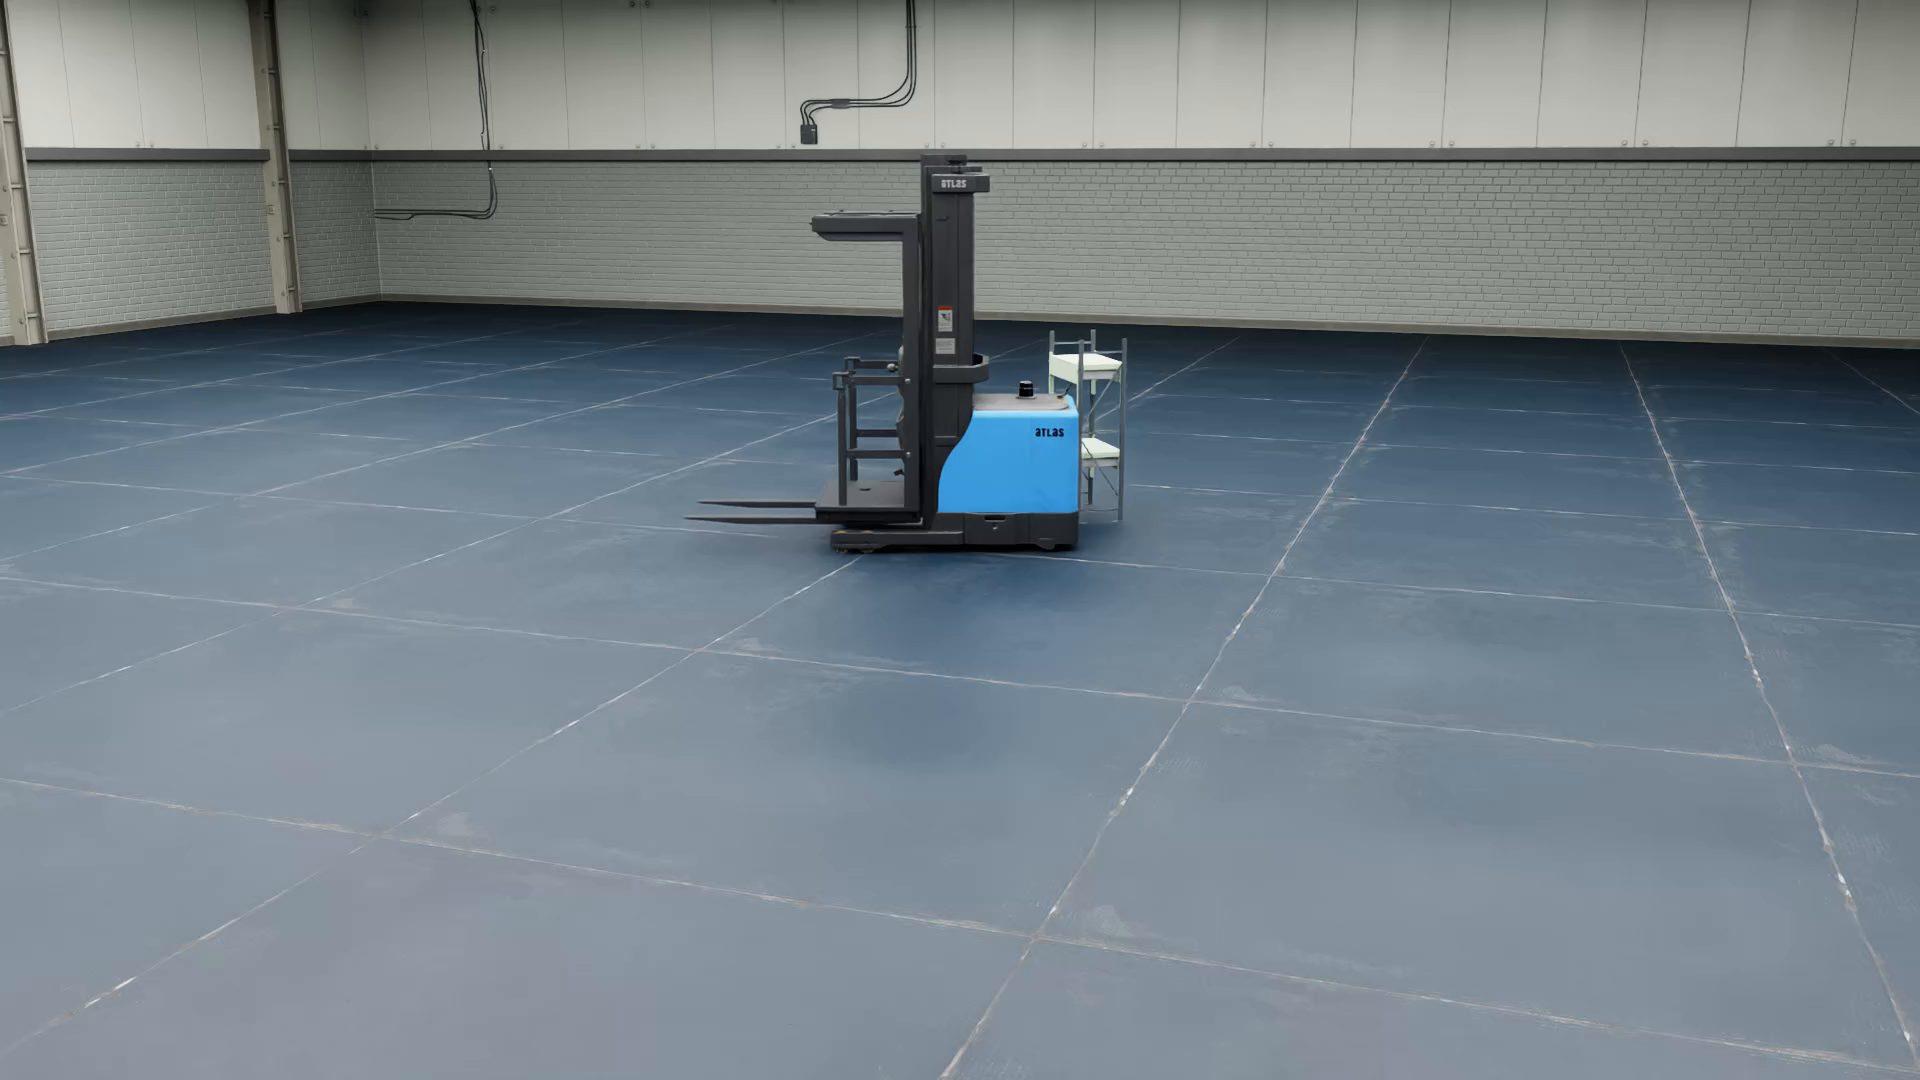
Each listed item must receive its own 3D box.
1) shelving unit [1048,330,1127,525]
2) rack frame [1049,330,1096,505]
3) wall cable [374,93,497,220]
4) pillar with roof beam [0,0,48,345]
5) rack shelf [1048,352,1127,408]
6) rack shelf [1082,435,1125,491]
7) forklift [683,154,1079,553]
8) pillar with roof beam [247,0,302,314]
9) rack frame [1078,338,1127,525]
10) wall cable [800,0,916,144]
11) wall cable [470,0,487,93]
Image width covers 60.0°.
[{"bbox_3d":[1.043,-0.949,13.774,0.431,1.500,0.755,-4,13,-15],"label":"shelving unit"},{"bbox_3d":[0.946,-1.027,14.118,0.400,1.500,0.023,-4,13,-15],"label":"rack frame"},{"bbox_3d":[-10.882,-7.838,34.085,3.097,2.526,0.112,4,14,18],"label":"wall cable"},{"bbox_3d":[-10.954,-7.254,24.546,9.100,9.000,0.400,4,14,18],"label":"pillar with roof beam"},{"bbox_3d":[1.043,-1.329,13.687,0.431,0.370,0.720,-4,13,-15],"label":"rack shelf"},{"bbox_3d":[1.043,-0.631,13.846,0.431,0.370,0.720,-4,13,-15],"label":"rack shelf"},{"bbox_3d":[-0.605,-1.450,12.755,3.031,2.935,1.130,0,13,1],"label":"forklift"},{"bbox_3d":[-9.013,-8.517,30.081,9.100,9.000,0.400,4,14,18],"label":"pillar with roof beam"},{"bbox_3d":[1.141,-0.870,13.430,0.400,1.500,0.023,-4,13,-15],"label":"rack frame"},{"bbox_3d":[-1.904,-10.323,30.351,2.305,6.003,0.169,4,14,18],"label":"wall cable"},{"bbox_3d":[-8.322,-10.106,32.669,3.097,2.526,0.112,4,14,18],"label":"wall cable"}]
